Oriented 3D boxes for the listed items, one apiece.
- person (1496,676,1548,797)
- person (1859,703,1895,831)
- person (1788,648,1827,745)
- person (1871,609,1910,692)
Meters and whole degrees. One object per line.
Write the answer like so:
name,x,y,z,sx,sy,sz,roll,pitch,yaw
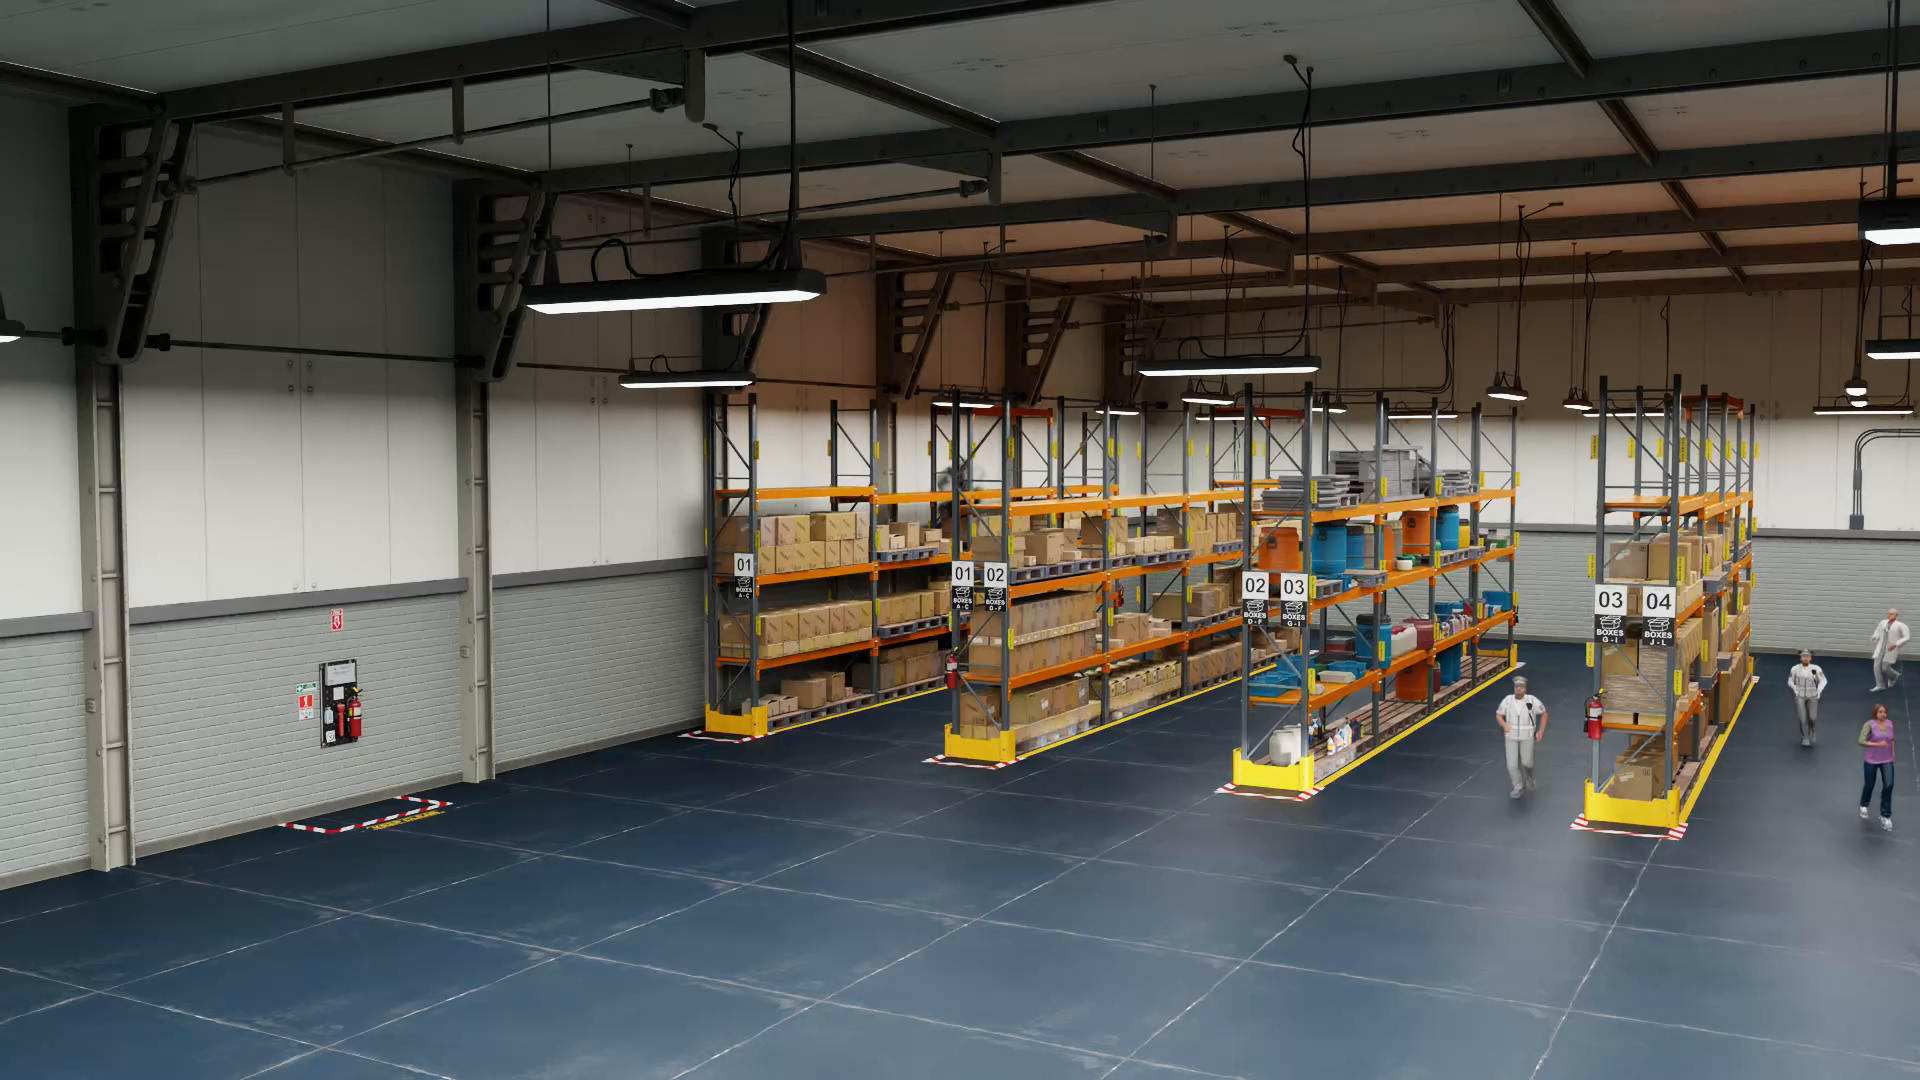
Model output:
person,8.082,2.836,23.995,0.705,1.752,0.612,2,3,26
person,12.242,3.005,22.202,0.530,1.623,0.770,1,3,11
person,14.282,2.654,28.057,0.589,1.647,0.528,2,4,30
person,19.299,2.290,34.485,0.697,1.725,0.746,-2,3,-27
